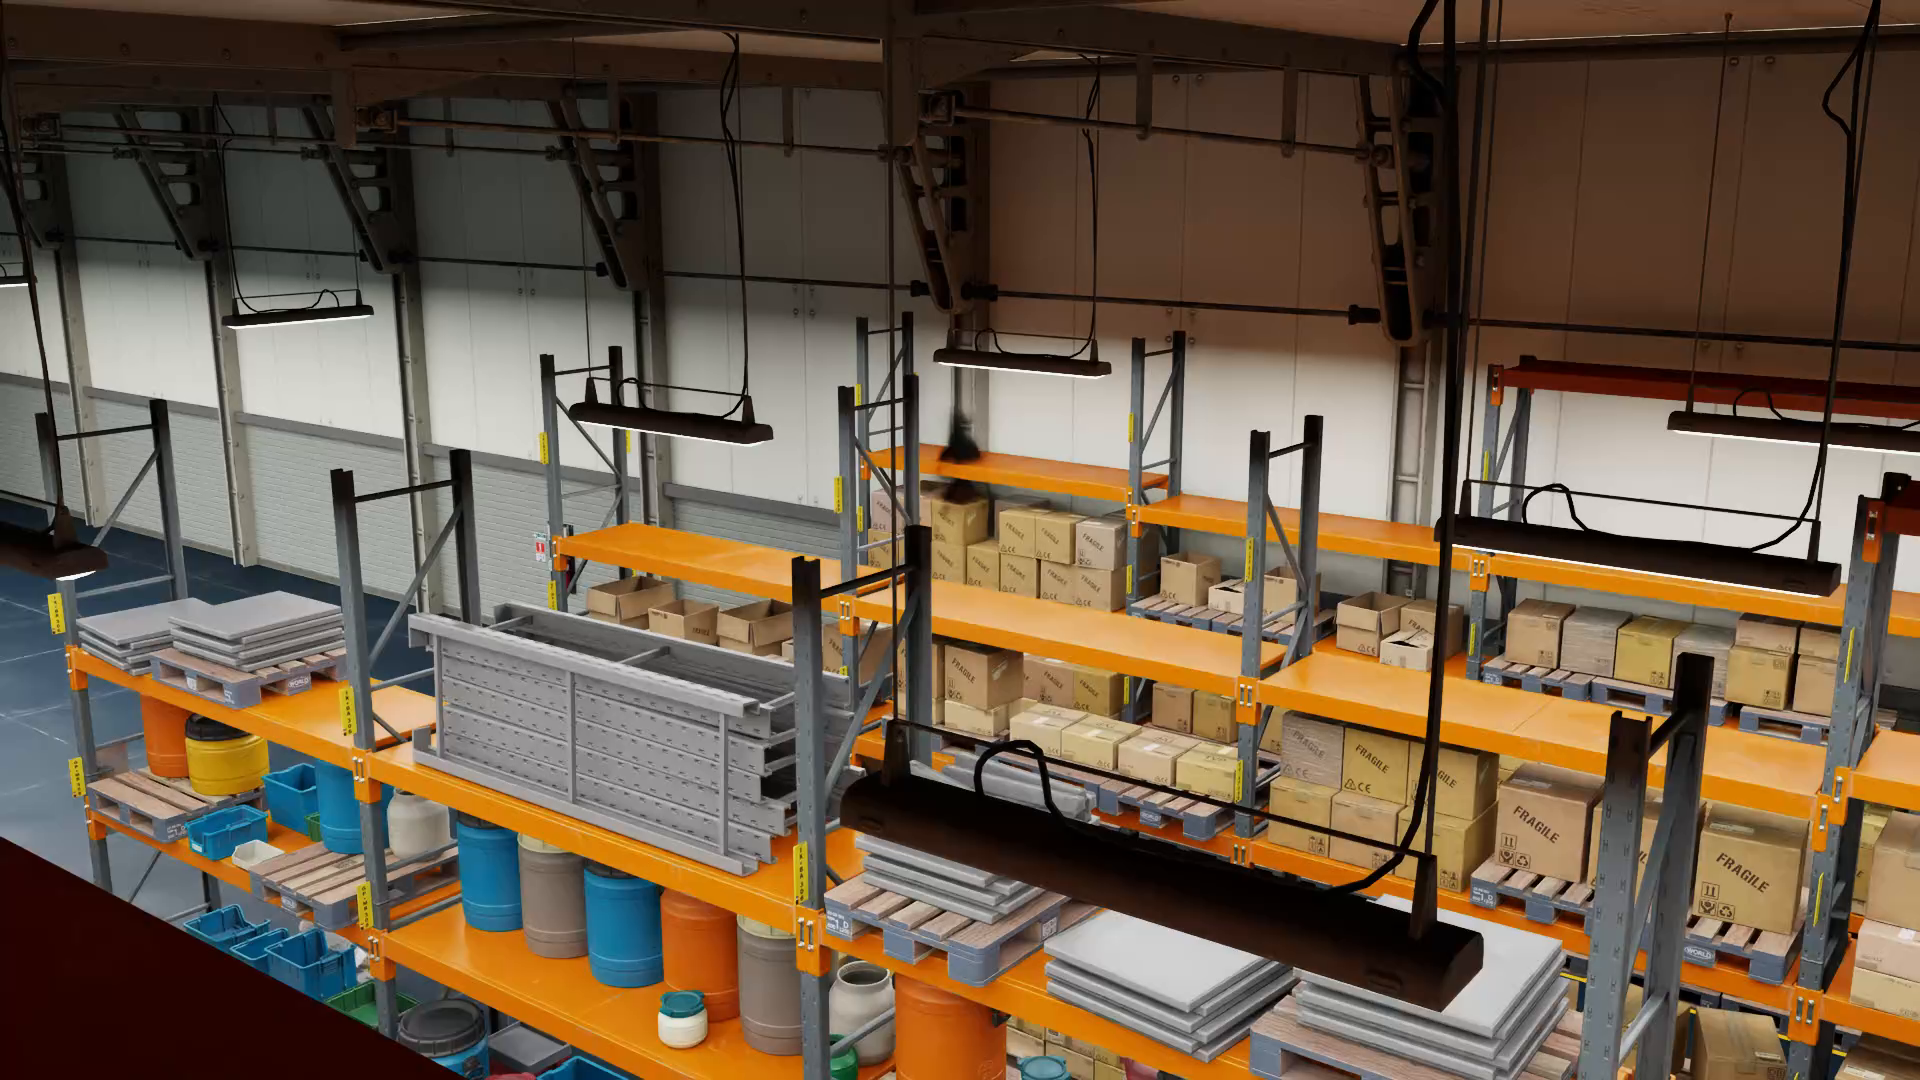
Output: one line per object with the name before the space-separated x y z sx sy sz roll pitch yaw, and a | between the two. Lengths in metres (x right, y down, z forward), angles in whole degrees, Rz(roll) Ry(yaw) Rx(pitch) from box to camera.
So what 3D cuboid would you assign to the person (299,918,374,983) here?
person | -6.198 3.575 16.096 1.006 1.655 0.663 0 13 0
